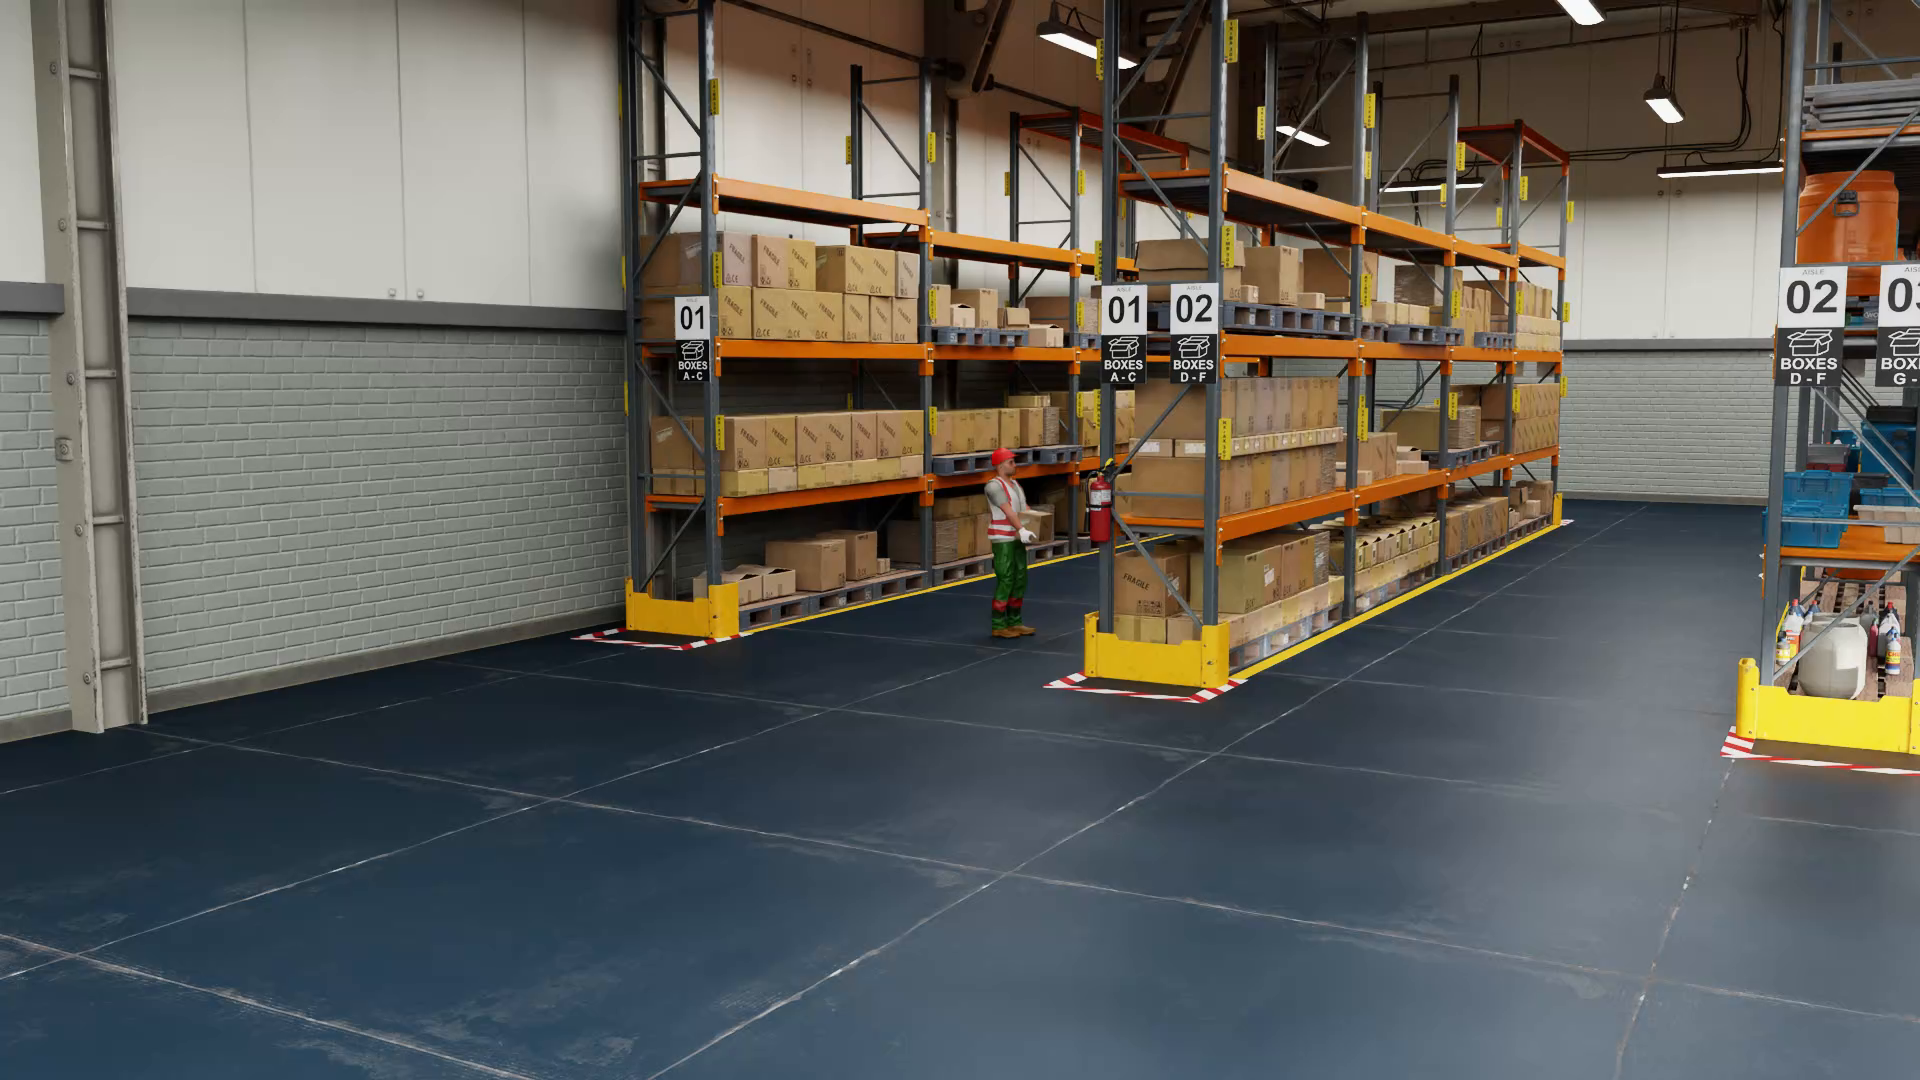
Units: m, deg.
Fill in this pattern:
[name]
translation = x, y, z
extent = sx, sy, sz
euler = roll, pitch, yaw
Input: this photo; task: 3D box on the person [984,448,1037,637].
[person]
translation = 0.547, 0.023, 15.764
extent = 0.560, 1.782, 0.493
euler = 3, 7, 29
